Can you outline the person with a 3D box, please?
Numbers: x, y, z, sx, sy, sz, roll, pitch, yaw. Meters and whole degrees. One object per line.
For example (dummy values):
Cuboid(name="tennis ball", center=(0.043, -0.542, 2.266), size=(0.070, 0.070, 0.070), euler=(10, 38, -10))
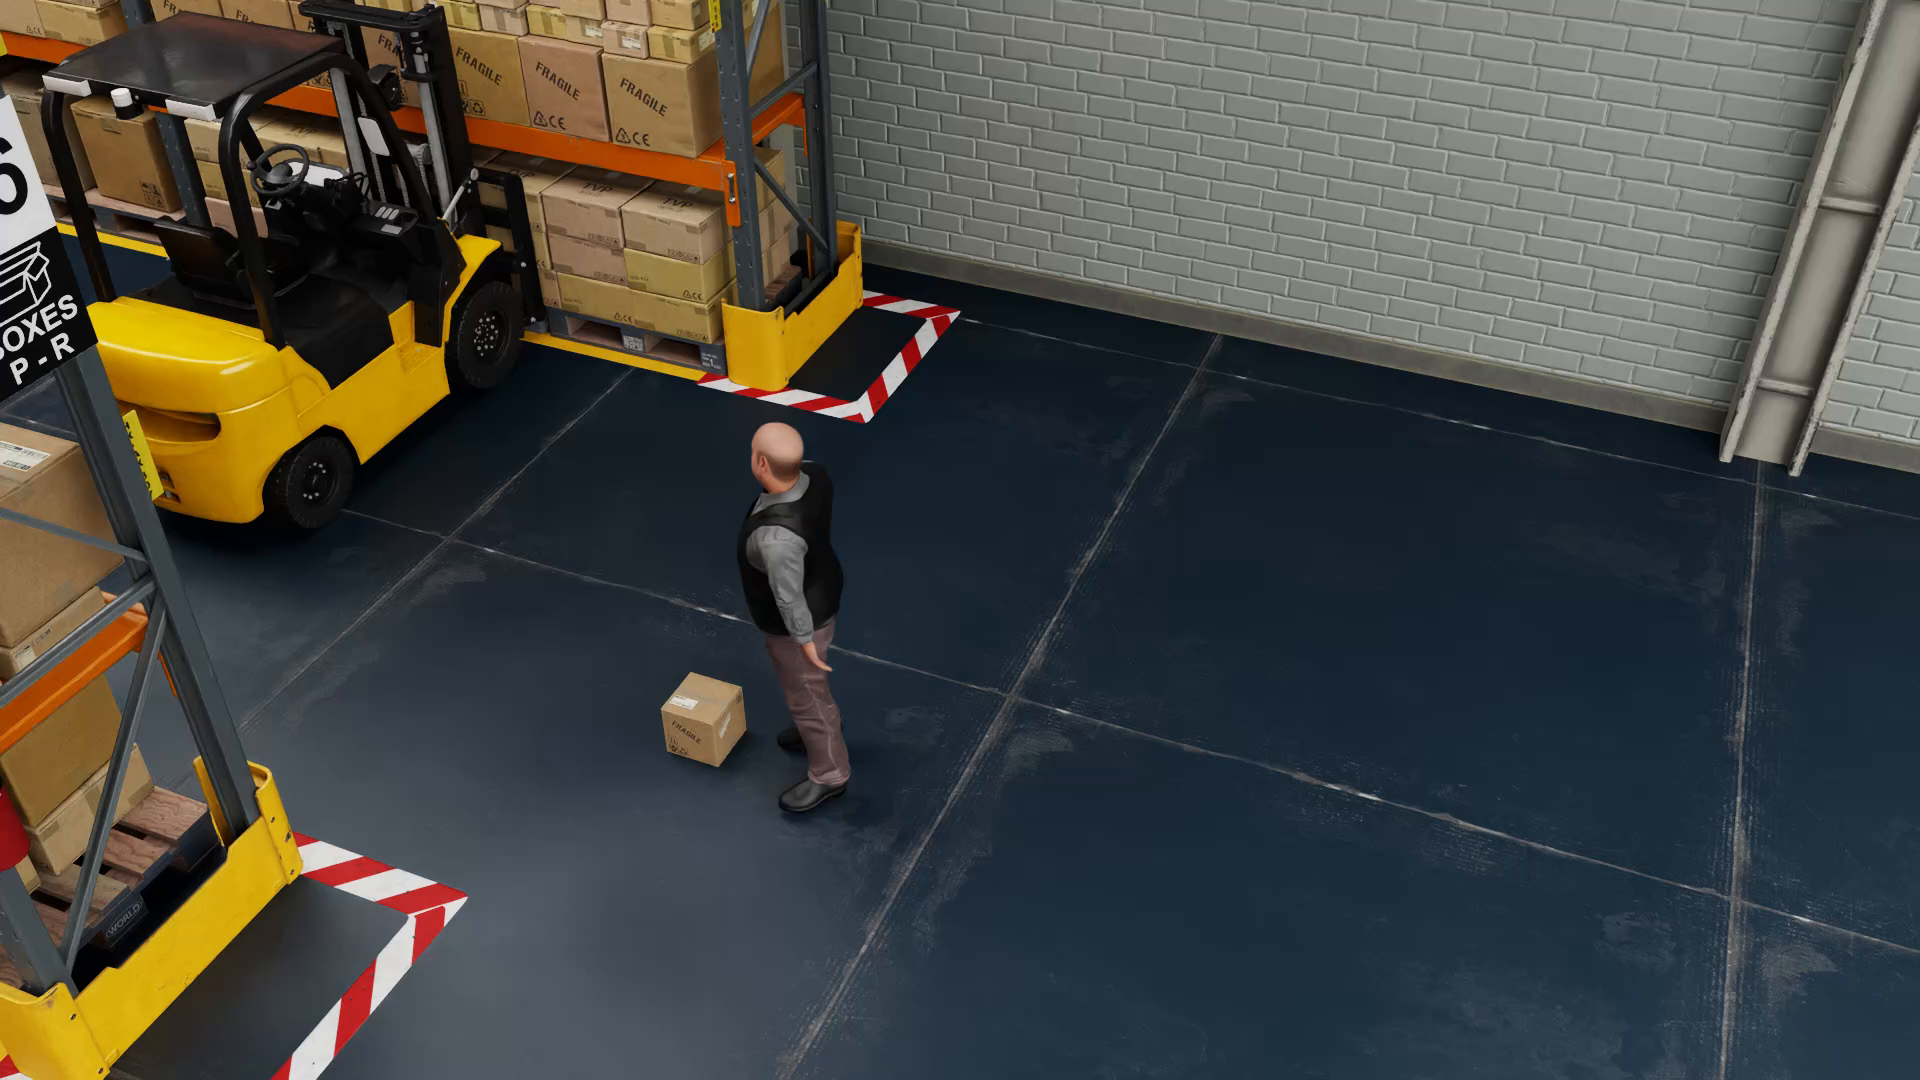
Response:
Cuboid(name="person", center=(-0.625, 0.264, 6.468), size=(0.381, 1.751, 0.638), euler=(4, 37, 5))
